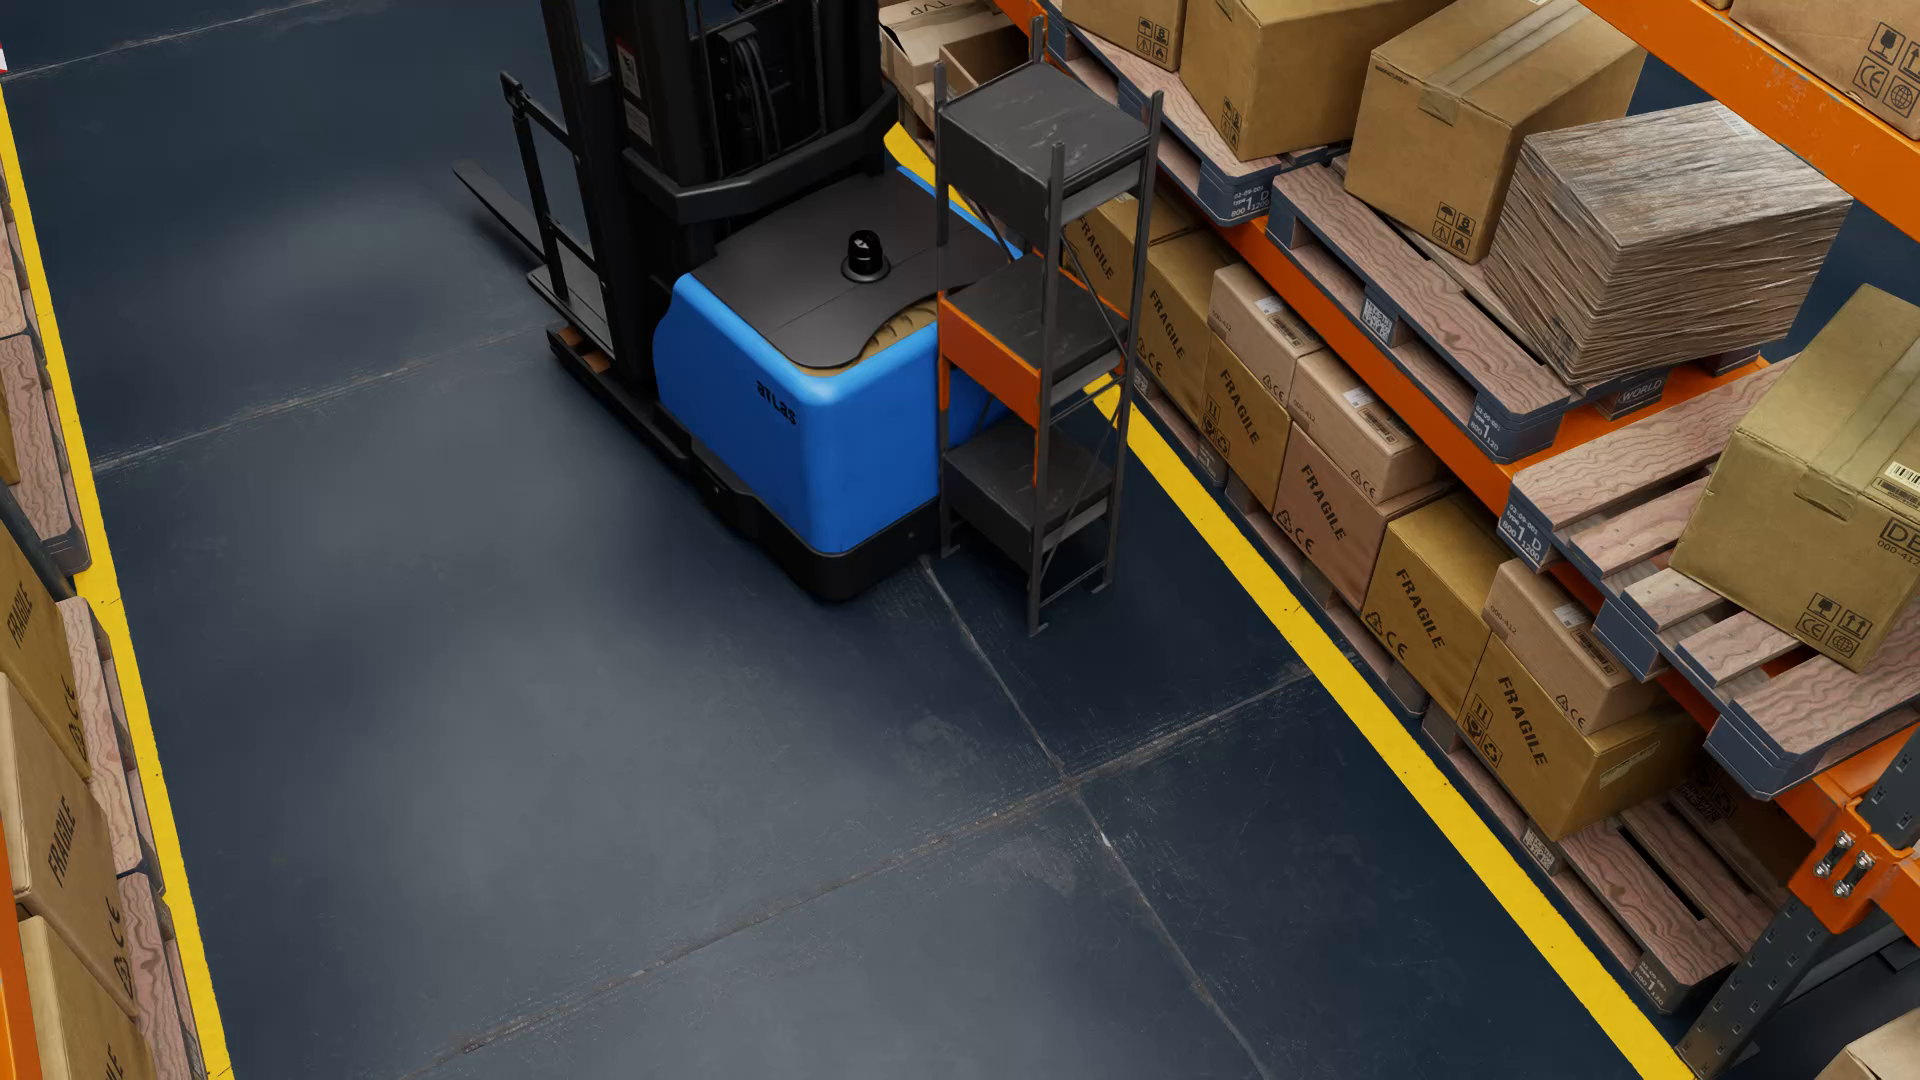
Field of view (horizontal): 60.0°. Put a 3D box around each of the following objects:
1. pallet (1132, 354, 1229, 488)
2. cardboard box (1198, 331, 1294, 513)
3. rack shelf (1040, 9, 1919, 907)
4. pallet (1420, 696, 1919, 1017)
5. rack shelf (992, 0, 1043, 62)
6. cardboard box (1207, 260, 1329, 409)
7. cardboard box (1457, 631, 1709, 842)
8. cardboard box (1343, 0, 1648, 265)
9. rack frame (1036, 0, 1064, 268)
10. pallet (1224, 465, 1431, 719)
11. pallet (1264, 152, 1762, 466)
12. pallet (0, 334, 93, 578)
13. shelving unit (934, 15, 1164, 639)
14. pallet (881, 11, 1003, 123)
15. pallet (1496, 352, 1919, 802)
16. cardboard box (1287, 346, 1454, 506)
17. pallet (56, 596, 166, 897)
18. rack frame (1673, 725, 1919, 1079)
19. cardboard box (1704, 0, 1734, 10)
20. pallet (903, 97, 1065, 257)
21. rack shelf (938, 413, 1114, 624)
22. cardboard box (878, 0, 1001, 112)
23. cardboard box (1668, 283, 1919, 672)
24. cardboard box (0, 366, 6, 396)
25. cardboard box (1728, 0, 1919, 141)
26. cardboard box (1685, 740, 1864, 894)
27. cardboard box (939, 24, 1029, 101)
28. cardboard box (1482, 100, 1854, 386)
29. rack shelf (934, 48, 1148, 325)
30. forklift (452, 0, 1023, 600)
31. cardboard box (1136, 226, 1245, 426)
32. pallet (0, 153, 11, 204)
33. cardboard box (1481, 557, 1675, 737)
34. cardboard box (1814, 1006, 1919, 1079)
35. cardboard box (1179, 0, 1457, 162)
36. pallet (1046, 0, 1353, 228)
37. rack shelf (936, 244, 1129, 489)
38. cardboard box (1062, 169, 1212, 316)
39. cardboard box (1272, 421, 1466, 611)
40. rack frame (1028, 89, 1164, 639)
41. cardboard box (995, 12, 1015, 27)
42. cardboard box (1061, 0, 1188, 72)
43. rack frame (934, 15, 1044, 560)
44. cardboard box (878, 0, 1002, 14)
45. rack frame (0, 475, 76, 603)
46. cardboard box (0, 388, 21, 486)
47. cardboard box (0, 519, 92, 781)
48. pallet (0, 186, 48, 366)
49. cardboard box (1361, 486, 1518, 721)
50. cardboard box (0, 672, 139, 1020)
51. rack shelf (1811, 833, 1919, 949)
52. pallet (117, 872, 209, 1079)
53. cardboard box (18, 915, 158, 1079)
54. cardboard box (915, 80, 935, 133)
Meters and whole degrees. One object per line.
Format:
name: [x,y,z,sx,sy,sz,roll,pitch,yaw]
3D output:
pallet: [1.162,-0.836,6.841,1.003,0.211,1.213,-21,52,-18]
cardboard box: [1.236,-0.509,6.071,0.500,0.500,0.500,-21,52,-17]
rack shelf: [1.671,-0.710,5.356,1.077,0.370,4.000,-21,52,-18]
pallet: [2.278,0.797,5.412,1.003,0.211,1.213,-21,52,-18]
rack shelf: [-0.160,-3.387,7.697,1.077,0.370,4.000,-21,52,-18]
cardboard box: [1.218,-0.777,5.807,0.500,0.250,0.500,-21,52,-17]
cardboard box: [1.949,0.525,5.166,0.500,0.500,0.500,-19,52,-16]
cardboard box: [1.619,-1.295,5.044,0.700,0.500,0.500,-34,57,-26]
rack frame: [0.756,-2.285,6.256,1.000,3.000,0.127,-21,52,-18]
pallet: [1.724,-0.018,6.126,1.003,0.211,1.213,-21,52,-18]
pallet: [1.692,-0.845,5.124,1.003,0.211,1.213,-21,52,-18]
pallet: [-3.926,-0.194,6.280,1.003,0.211,1.213,-21,52,-18]
shelving unit: [0.242,-0.579,5.361,0.431,2.100,0.503,-33,56,-25]
pallet: [-0.120,-2.645,8.423,1.003,0.211,1.213,-21,52,-18]
pallet: [2.214,0.026,4.362,1.213,0.211,1.003,-21,52,-18]
cardboard box: [1.448,-0.441,5.513,0.500,0.250,0.500,-22,52,-18]
pallet: [-3.227,0.832,5.382,1.003,0.211,1.213,-21,52,-18]
rack frame: [2.586,0.392,3.914,1.000,3.000,0.127,-21,52,-18]
cardboard box: [1.885,-1.598,3.596,0.910,0.500,0.500,-21,52,-18]
pallet: [0.442,-1.827,7.708,1.003,0.211,1.213,-21,52,-18]
rack shelf: [0.242,-0.109,5.899,0.431,0.518,0.480,-33,56,-25]
cardboard box: [-0.100,-2.330,7.789,0.500,0.311,0.500,-21,52,-18]
cardboard box: [2.198,-0.162,4.053,0.500,0.500,0.700,35,58,27]
cardboard box: [-4.125,-0.765,6.308,0.700,0.500,0.500,-22,52,-18]
cardboard box: [2.123,-1.250,3.291,0.910,0.500,0.500,-21,52,-18]
cardboard box: [2.632,0.667,5.042,0.500,0.500,0.500,-19,52,-16]
cardboard box: [0.243,-1.891,7.279,0.500,0.500,0.500,-21,52,-18]
cardboard box: [1.949,-0.840,4.646,0.700,0.500,0.500,-12,50,-11]
rack shelf: [0.242,-1.031,4.845,0.431,0.518,0.480,-33,56,-25]
forklift: [-1.038,-1.793,5.871,1.130,2.935,3.031,-33,56,-25]
cardboard box: [1.014,-0.846,6.366,0.500,0.500,0.500,-20,52,-17]
pallet: [-5.042,-1.827,7.708,1.003,0.211,1.213,-21,52,-18]
cardboard box: [1.920,0.242,4.916,0.500,0.250,0.500,-19,52,-16]
cardboard box: [2.565,1.426,4.185,0.500,0.311,0.500,-20,52,-16]
cardboard box: [1.145,-1.624,5.332,0.700,0.500,0.500,-14,50,-12]
pallet: [1.024,-1.649,5.827,1.003,0.211,1.213,-21,52,-18]
rack shelf: [0.242,-0.570,5.372,0.431,0.518,0.480,-33,56,-25]
cardboard box: [0.760,-1.199,6.675,0.500,0.500,0.500,-23,53,-19]
cardboard box: [1.467,-0.171,5.775,0.500,0.500,0.500,-23,53,-19]
rack frame: [0.400,-0.439,5.239,0.400,2.100,0.015,-33,56,-25]
cardboard box: [0.351,-2.428,7.971,0.380,0.166,0.250,-21,52,-18]
cardboard box: [0.774,-2.062,5.715,0.500,0.500,0.700,35,58,27]
rack frame: [0.084,-0.719,5.484,0.400,2.100,0.015,-33,56,-25]
cardboard box: [-0.109,-2.864,8.128,0.797,0.503,0.637,-21,52,-18]
rack frame: [-3.647,-0.576,4.761,1.000,3.000,0.127,-21,52,-18]
cardboard box: [-3.898,-0.427,6.013,0.700,0.500,0.500,-21,52,-17]
cardboard box: [-3.234,0.383,5.071,0.750,0.750,0.750,-21,52,-17]
pallet: [-4.488,-1.012,6.995,1.003,0.211,1.213,-21,52,-18]
cardboard box: [1.713,0.179,5.469,0.500,0.500,0.500,-23,53,-19]
cardboard box: [-2.825,0.977,4.552,0.750,0.750,0.750,-20,52,-16]
rack shelf: [3.501,1.967,3.014,1.077,0.370,4.000,-21,52,-18]
pallet: [-2.665,1.650,4.667,1.003,0.211,1.213,-21,52,-18]
cardboard box: [-2.432,1.544,4.056,0.750,0.750,0.750,-21,52,-18]
cardboard box: [0.018,-2.005,7.613,0.380,0.149,0.250,-21,52,-18]
